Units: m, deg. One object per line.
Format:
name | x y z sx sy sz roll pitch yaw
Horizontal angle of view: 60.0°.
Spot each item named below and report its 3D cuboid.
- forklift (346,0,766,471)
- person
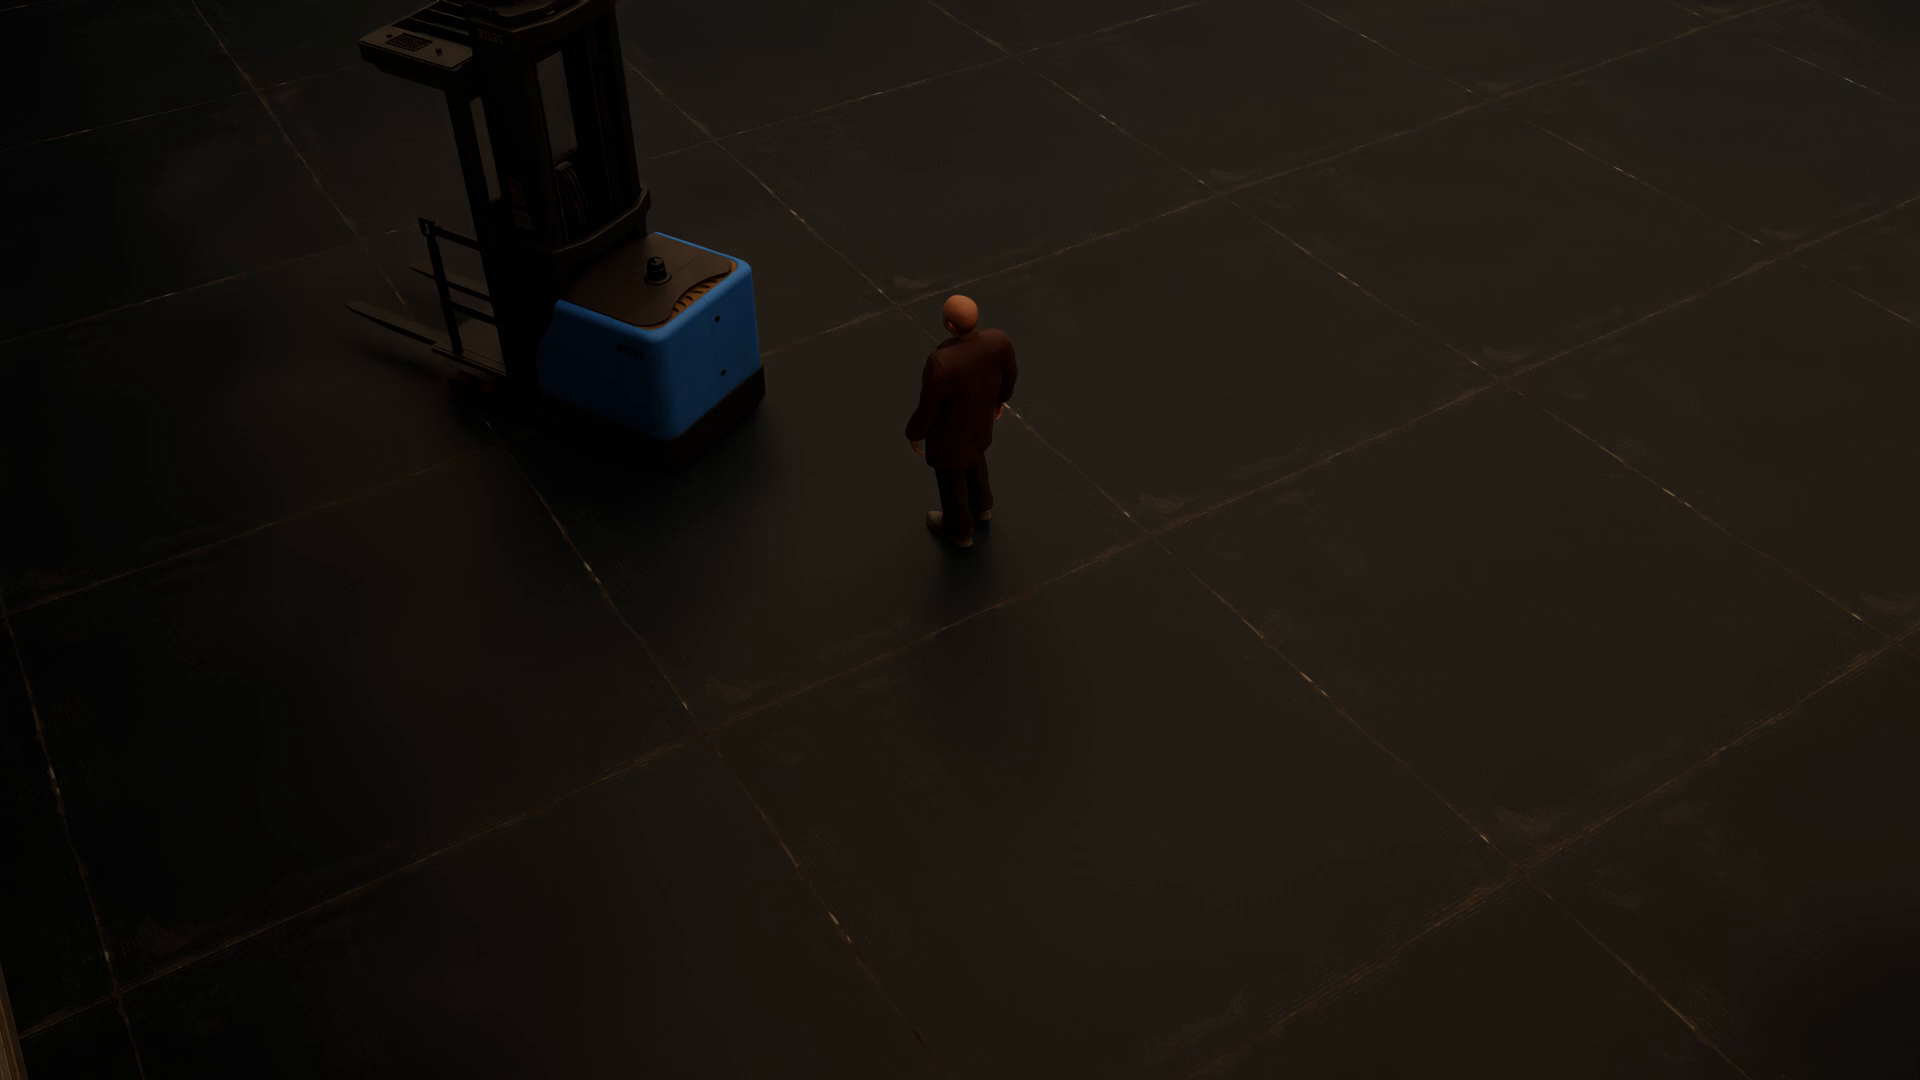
forklift | -2.829 -2.263 10.460 3.031 2.935 1.130 21 45 22
person | -0.045 -0.727 9.569 0.694 1.774 0.583 -23 46 -24
